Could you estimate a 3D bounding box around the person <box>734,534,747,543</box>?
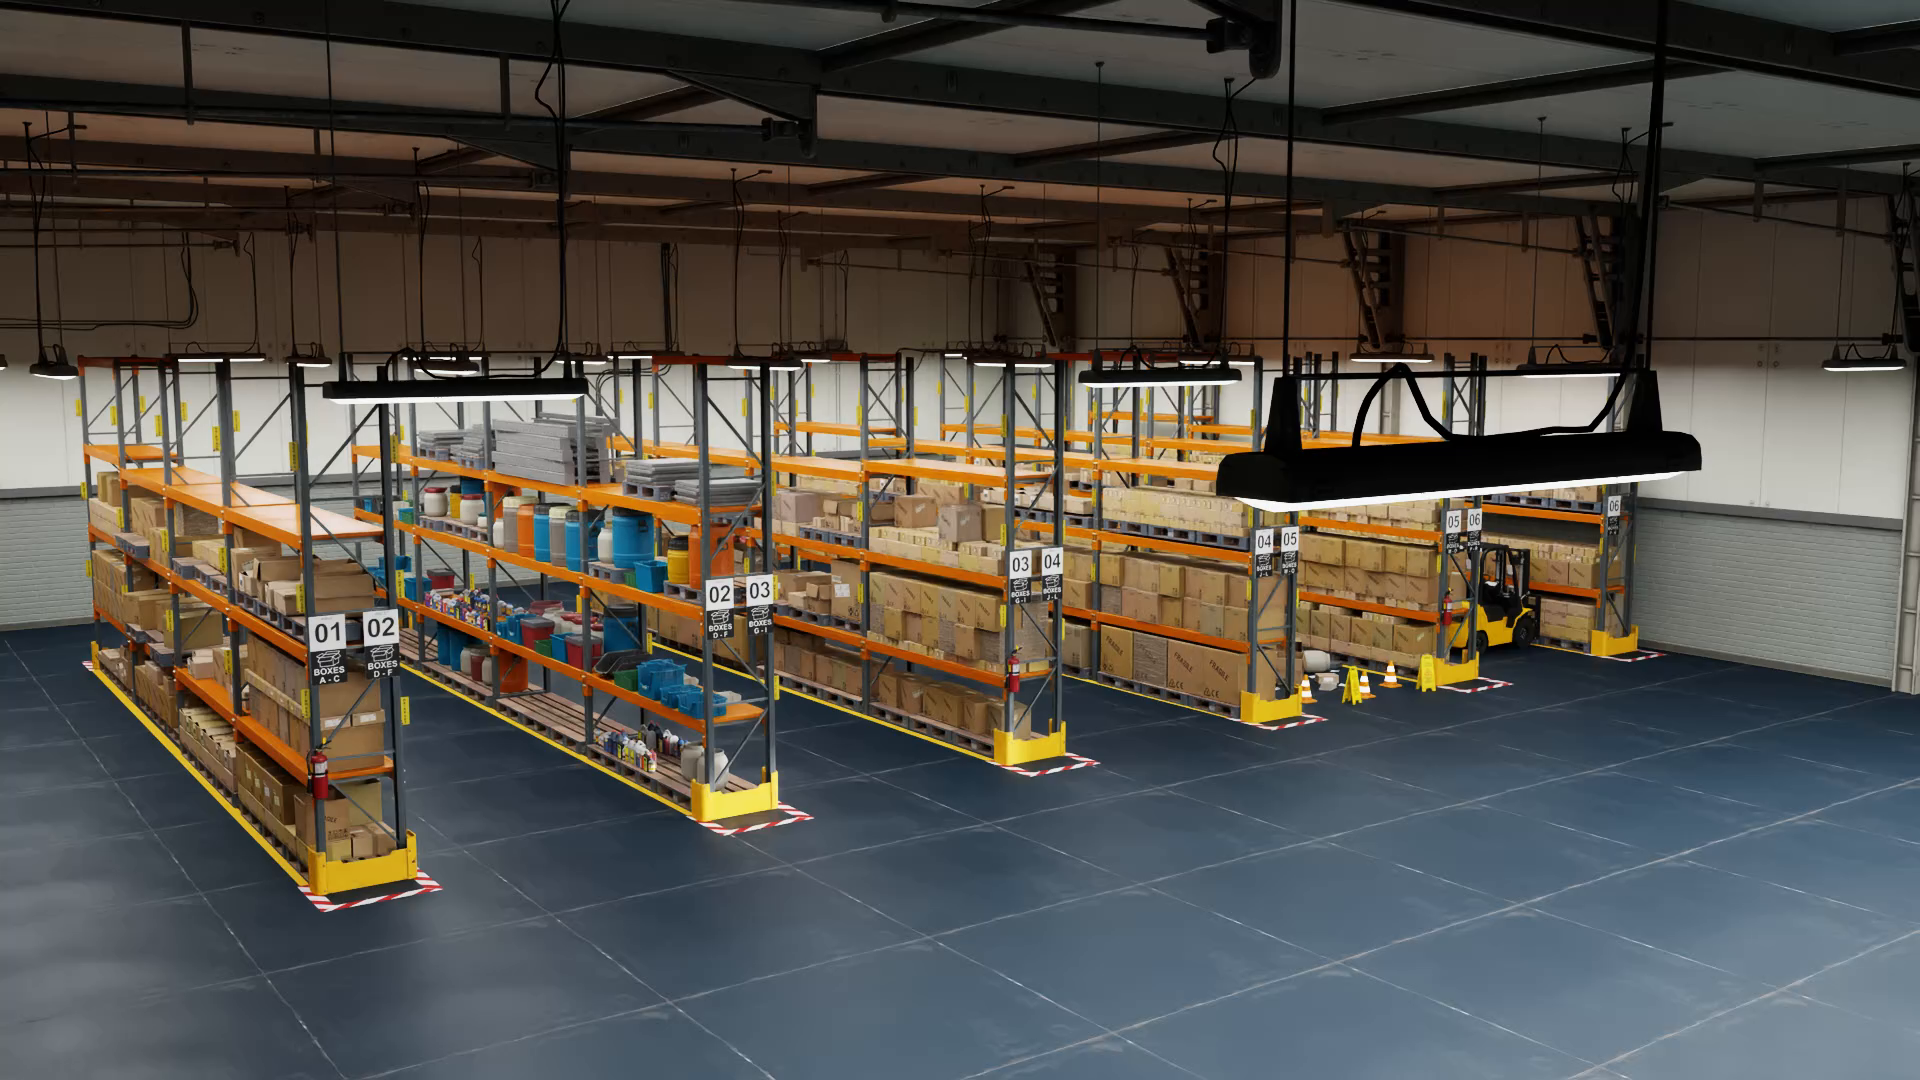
[{"bbox_3d":[-5.469,0.509,40.986,0.552,1.649,1.108,0,7,0],"label":"person"}]
